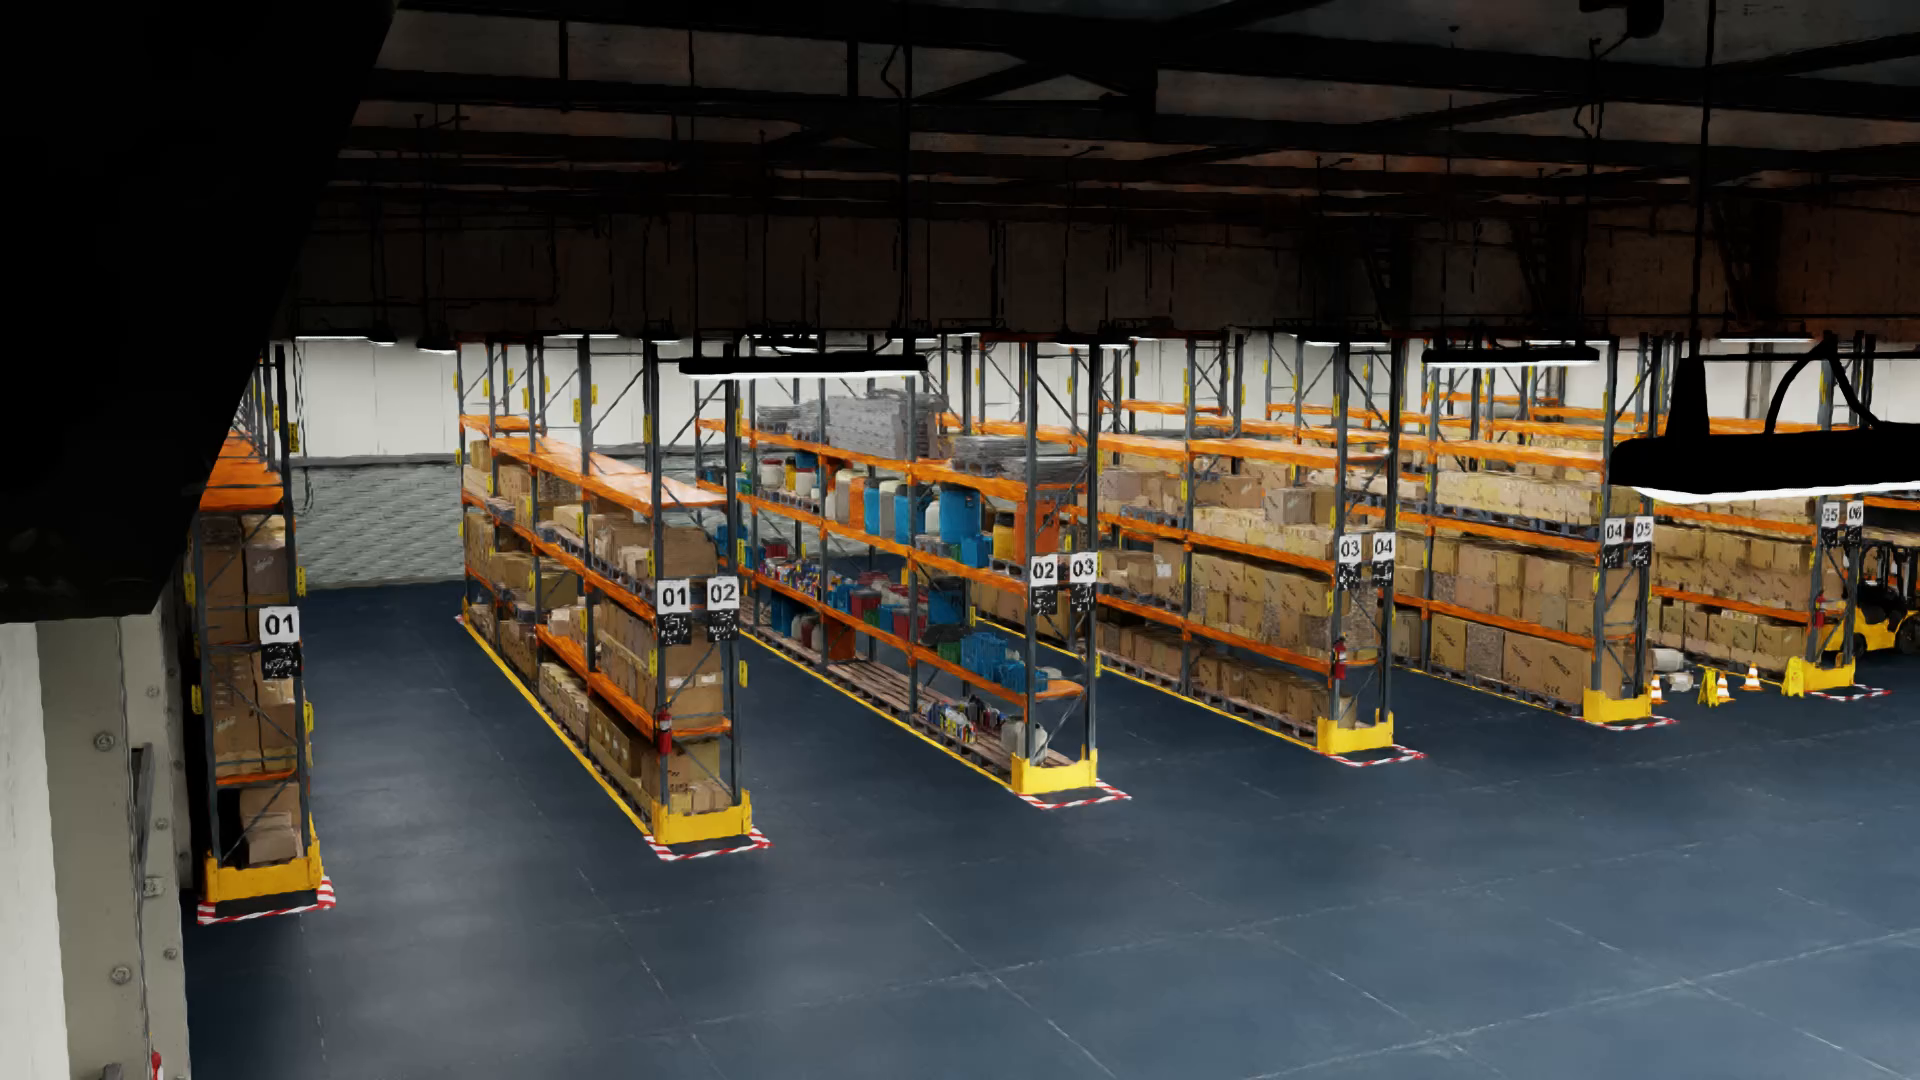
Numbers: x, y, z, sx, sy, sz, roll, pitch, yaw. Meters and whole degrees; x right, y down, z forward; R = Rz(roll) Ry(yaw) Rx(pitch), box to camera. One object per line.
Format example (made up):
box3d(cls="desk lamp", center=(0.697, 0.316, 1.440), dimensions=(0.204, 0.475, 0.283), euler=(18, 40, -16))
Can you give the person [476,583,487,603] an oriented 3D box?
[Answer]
box3d(cls="person", center=(-10.188, 0.571, 36.369), dimensions=(0.932, 1.747, 0.584), euler=(6, 10, 38))
